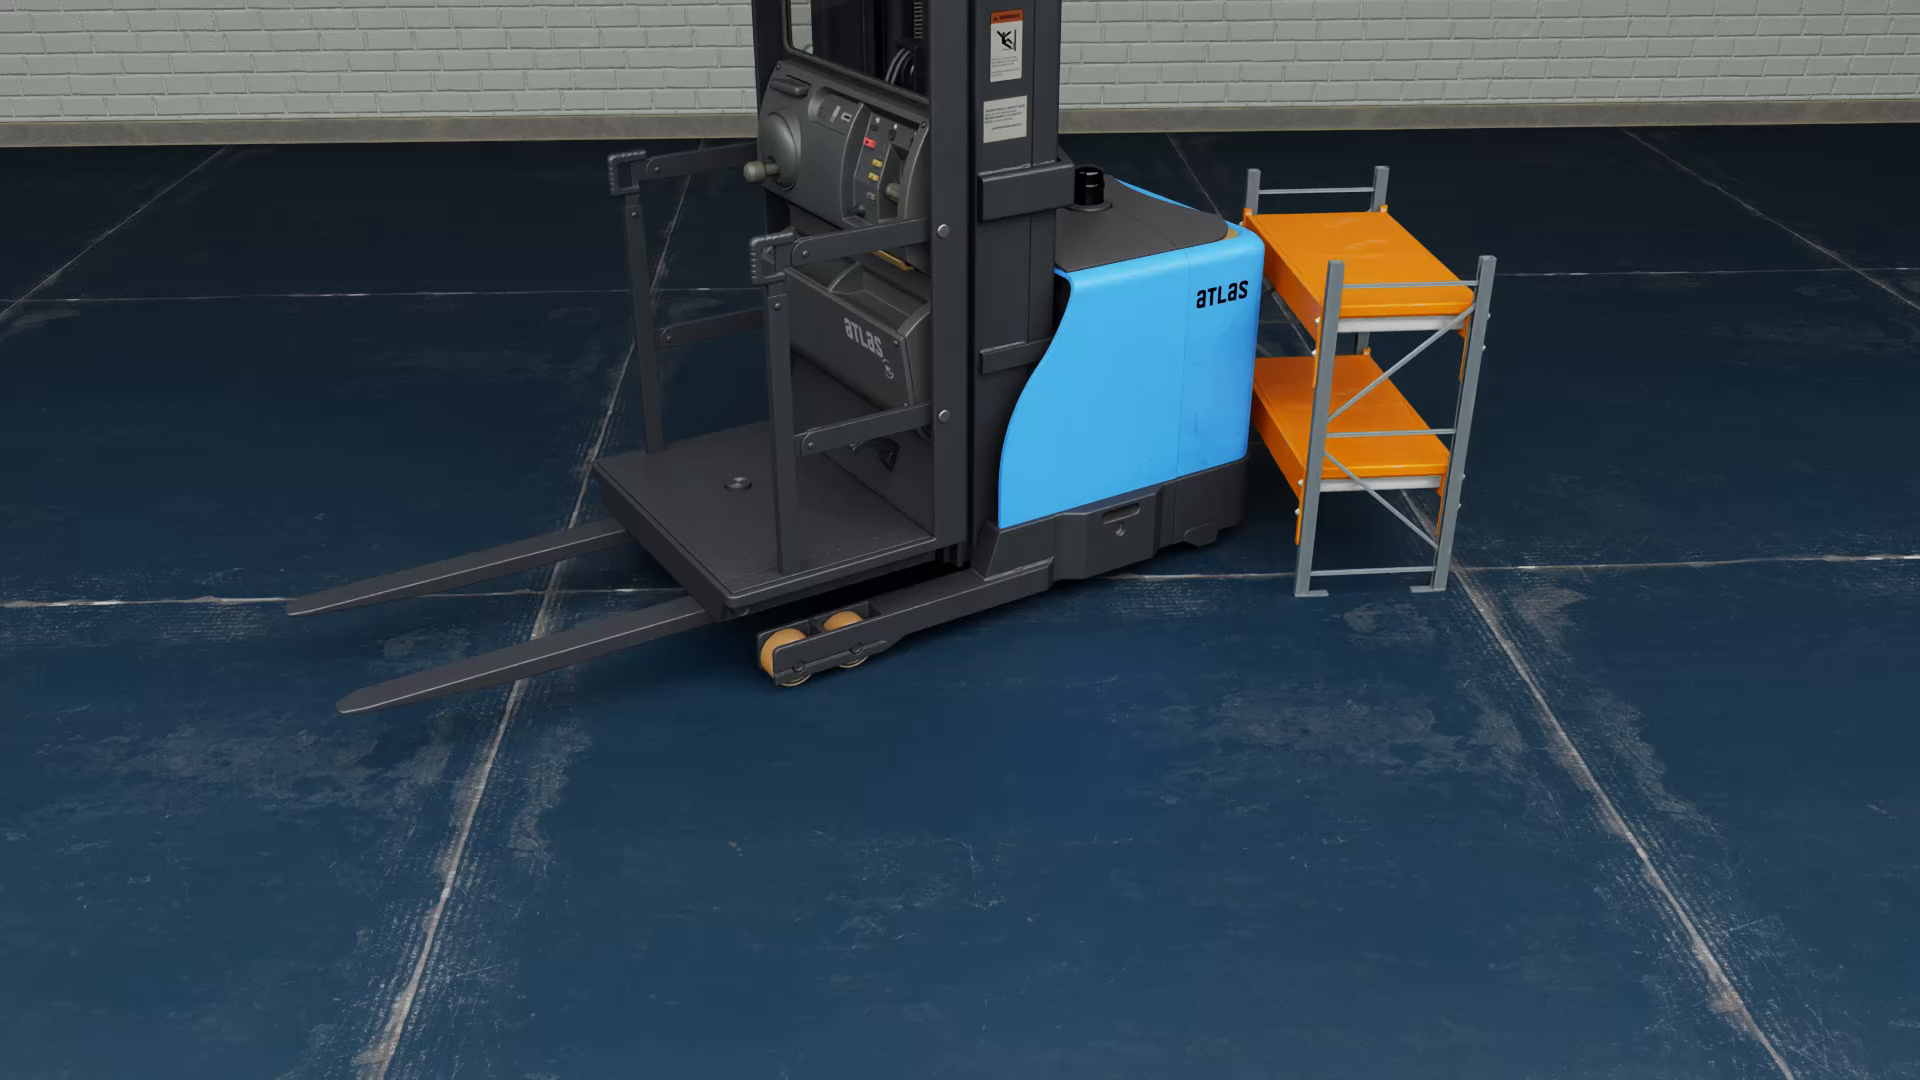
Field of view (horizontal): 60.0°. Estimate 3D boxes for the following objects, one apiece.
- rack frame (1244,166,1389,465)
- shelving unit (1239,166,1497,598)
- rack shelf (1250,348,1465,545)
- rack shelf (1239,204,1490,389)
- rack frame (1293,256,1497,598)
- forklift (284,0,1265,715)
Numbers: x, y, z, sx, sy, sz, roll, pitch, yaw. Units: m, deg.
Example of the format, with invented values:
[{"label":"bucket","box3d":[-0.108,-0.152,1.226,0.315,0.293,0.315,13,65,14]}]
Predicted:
[{"label":"rack frame","box3d":[1.250,-0.798,6.063,0.500,1.125,0.032,-2,28,-4]},{"label":"shelving unit","box3d":[1.292,-0.563,5.614,0.538,1.125,1.048,-2,28,-4]},{"label":"rack shelf","box3d":[1.292,-0.347,5.727,0.538,0.278,1.000,-2,28,-4]},{"label":"rack shelf","box3d":[1.292,-0.823,5.478,0.538,0.278,1.000,-2,28,-4]},{"label":"rack frame","box3d":[1.335,-0.329,5.165,0.500,1.125,0.032,-2,28,-4]},{"label":"forklift","box3d":[-0.530,-1.146,4.778,3.031,2.935,1.130,-16,32,-28]}]
